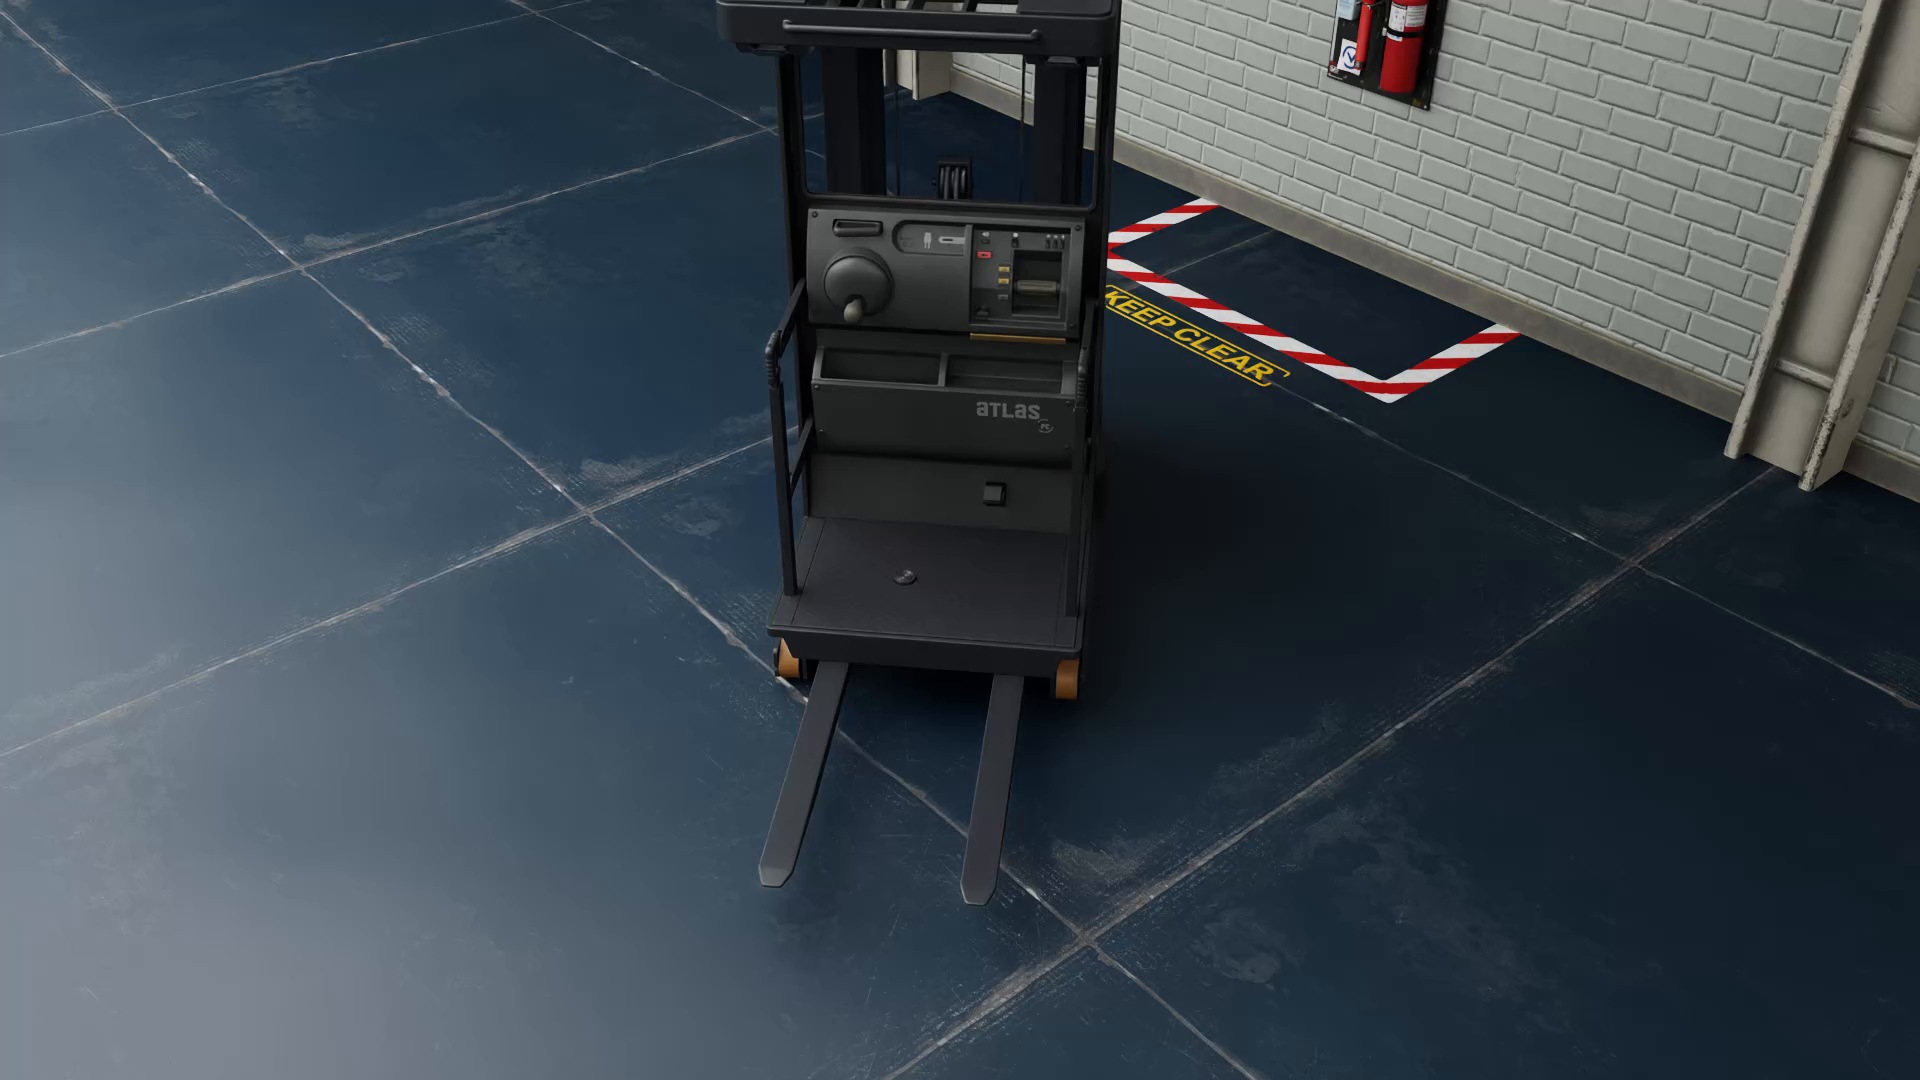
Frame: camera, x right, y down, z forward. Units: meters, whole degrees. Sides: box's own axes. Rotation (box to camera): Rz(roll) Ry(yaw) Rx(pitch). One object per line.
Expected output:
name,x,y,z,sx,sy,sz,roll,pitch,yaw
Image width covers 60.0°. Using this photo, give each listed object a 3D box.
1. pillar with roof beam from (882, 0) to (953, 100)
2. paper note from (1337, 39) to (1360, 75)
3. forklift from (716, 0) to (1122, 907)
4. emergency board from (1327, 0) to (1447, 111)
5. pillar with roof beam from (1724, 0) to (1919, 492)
pillar with roof beam,-3.574,-5.062,6.112,9.100,9.000,0.400,-26,43,-32
paper note,1.959,-2.421,8.335,0.016,0.148,0.142,-26,43,-32
forklift,-0.075,-0.838,5.397,1.130,2.935,3.031,4,36,6
emergency board,2.021,-2.676,7.933,0.194,1.169,0.643,-26,43,-32
pillar with roof beam,0.298,-2.413,2.372,9.100,9.000,0.400,-26,43,-32
